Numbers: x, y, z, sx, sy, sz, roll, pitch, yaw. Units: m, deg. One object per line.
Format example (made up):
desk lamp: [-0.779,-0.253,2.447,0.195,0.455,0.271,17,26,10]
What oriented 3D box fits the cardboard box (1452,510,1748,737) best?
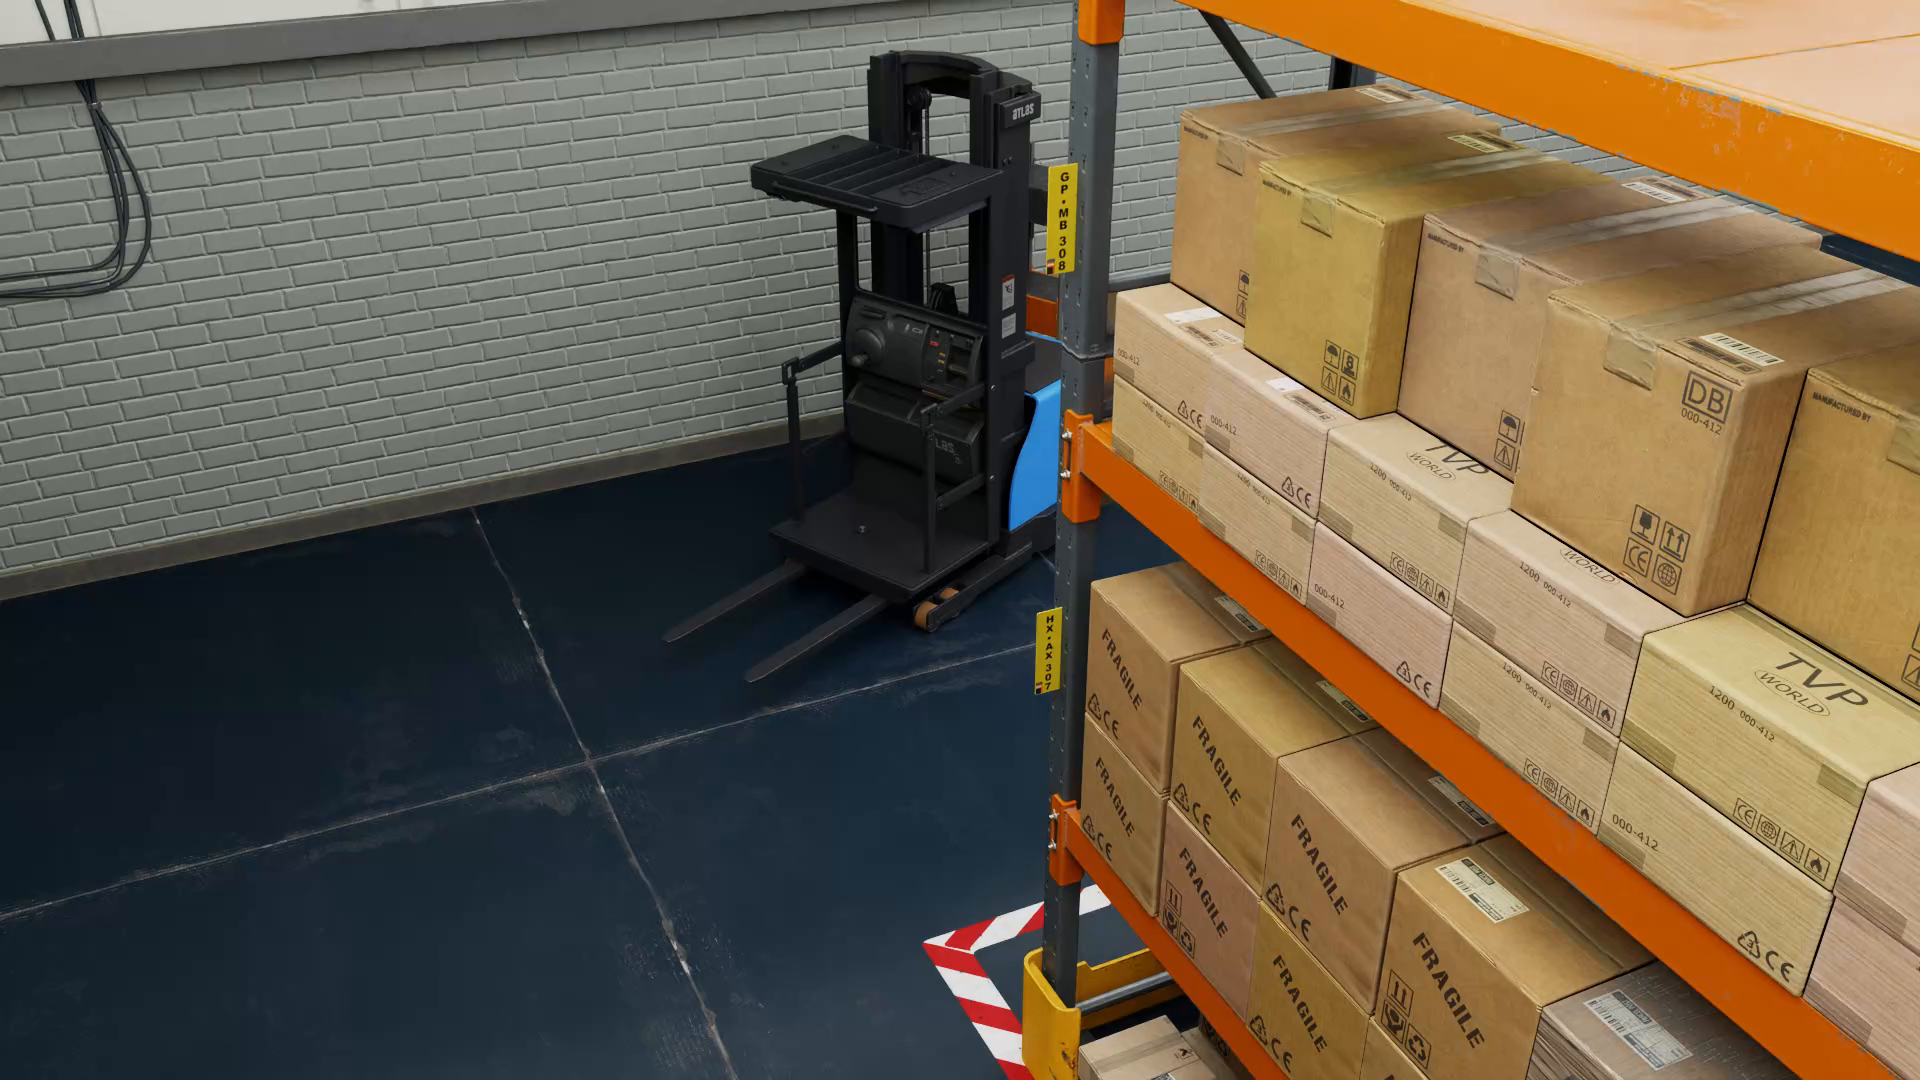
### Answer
cardboard box: [1.416,0.123,3.512,0.500,0.250,0.500,-13,32,-22]

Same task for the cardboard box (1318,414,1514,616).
cardboard box: [1.205,-0.099,3.907,0.500,0.250,0.500,-13,32,-22]

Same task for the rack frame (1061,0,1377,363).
rack frame: [0.791,-1.978,4.549,1.000,3.000,0.127,-13,32,-22]

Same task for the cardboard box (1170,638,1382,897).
cardboard box: [0.974,0.640,4.891,0.500,0.500,0.500,-13,32,-21]

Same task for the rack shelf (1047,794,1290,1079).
rack shelf: [1.649,1.836,4.617,1.077,0.370,4.000,-13,32,-22]

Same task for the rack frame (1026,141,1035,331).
rack frame: [0.339,-1.489,10.731,0.015,2.100,0.400,20,35,32]

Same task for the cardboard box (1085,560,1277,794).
cardboard box: [0.743,0.410,5.299,0.500,0.500,0.500,-12,31,-20]

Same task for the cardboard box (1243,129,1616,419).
cardboard box: [1.164,-0.687,4.190,0.700,0.500,0.500,-13,32,-22]

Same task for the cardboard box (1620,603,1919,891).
cardboard box: [1.630,0.344,3.118,0.500,0.250,0.500,-13,32,-22]

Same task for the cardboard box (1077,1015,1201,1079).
cardboard box: [0.660,1.948,6.148,0.380,0.149,0.250,-13,32,-22]

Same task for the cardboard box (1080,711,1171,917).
cardboard box: [0.743,0.847,5.544,0.500,0.500,0.500,-12,32,-21]

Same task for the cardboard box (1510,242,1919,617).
cardboard box: [1.606,-0.248,3.407,0.700,0.500,0.500,-13,32,-22]

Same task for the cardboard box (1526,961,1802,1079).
cardboard box: [1.619,1.309,3.698,0.500,0.500,0.500,-13,32,-22]

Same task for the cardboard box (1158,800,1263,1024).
cardboard box: [0.969,1.073,5.140,0.500,0.500,0.500,-13,32,-22]

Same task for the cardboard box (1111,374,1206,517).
cardboard box: [0.782,-0.324,4.820,0.500,0.250,0.500,-13,32,-22]

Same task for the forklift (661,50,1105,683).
forklift: [-0.389,-1.039,9.079,1.130,2.935,3.031,21,36,33]

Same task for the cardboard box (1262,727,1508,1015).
cardboard box: [1.185,0.862,4.495,0.500,0.500,0.500,-13,32,-21]

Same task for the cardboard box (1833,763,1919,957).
cardboard box: [1.842,0.565,2.723,0.500,0.250,0.500,-13,32,-22]

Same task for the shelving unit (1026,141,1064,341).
shelving unit: [0.533,-1.416,10.602,0.503,2.100,0.431,20,35,32]

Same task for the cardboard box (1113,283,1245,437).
cardboard box: [0.776,-0.541,4.695,0.500,0.250,0.500,-13,32,-22]

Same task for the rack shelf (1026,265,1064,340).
rack shelf: [0.533,-1.405,10.609,0.480,0.518,0.431,20,35,32]

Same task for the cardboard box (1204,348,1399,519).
cardboard box: [0.984,-0.318,4.299,0.500,0.250,0.500,-13,32,-22]

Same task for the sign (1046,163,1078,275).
sign: [0.301,-0.937,4.866,0.100,0.325,0.005,-13,32,-22]

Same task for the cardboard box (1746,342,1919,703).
cardboard box: [1.958,-0.059,3.070,0.700,0.500,0.500,-13,32,-22]

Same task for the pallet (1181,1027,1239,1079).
pallet: [1.167,2.241,6.011,1.003,0.211,1.213,-13,32,-22]

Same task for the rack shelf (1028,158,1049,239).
rack shelf: [0.533,-2.015,10.266,0.480,0.518,0.431,20,35,32]

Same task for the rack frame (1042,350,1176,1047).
rack frame: [0.791,0.639,6.017,1.000,3.000,0.127,-13,32,-22]

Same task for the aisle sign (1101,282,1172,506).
aisle sign: [0.496,-0.464,5.325,0.394,0.787,0.004,-13,32,-22]

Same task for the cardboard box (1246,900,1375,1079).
cardboard box: [1.182,1.296,4.743,0.500,0.500,0.500,-13,32,-22]

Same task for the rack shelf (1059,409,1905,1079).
rack shelf: [1.649,0.528,3.884,1.077,0.370,4.000,-13,32,-22]

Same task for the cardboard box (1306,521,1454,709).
cardboard box: [1.201,0.120,4.028,0.500,0.250,0.500,-13,32,-22]

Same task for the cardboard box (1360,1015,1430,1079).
cardboard box: [1.395,1.517,4.349,0.500,0.500,0.500,-13,32,-21]

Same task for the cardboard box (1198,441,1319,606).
cardboard box: [0.985,-0.100,4.421,0.500,0.250,0.500,-13,32,-22]

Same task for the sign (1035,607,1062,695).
sign: [0.301,0.375,5.602,0.100,0.325,0.005,-13,32,-22]

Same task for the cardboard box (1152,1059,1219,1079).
cardboard box: [0.767,2.050,5.947,0.380,0.166,0.250,-13,32,-22]

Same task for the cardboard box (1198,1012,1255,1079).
cardboard box: [1.247,1.726,6.184,0.500,0.500,0.500,-13,32,-22]

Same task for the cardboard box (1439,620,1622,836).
cardboard box: [1.421,0.340,3.636,0.500,0.250,0.500,-13,32,-22]

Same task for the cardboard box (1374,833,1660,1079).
cardboard box: [1.404,1.086,4.095,0.500,0.500,0.500,-13,32,-22]

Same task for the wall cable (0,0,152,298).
wall cable: [-5.787,-2.155,8.040,3.097,2.526,0.112,-13,32,-22]

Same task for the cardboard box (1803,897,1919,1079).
cardboard box: [1.854,0.781,2.850,0.500,0.250,0.500,-13,32,-22]

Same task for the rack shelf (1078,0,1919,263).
rack shelf: [1.649,-0.779,3.151,1.077,0.370,4.000,-13,32,-22]

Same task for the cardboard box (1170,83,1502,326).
cardboard box: [1.026,-0.926,4.616,0.700,0.500,0.500,-13,32,-22]

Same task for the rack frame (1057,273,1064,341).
rack frame: [0.727,-1.344,10.473,0.015,2.100,0.400,20,35,32]

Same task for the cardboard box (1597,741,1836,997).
cardboard box: [1.632,0.562,3.241,0.500,0.250,0.500,-13,32,-22]

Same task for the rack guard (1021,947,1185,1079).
rack guard: [0.823,1.763,6.568,1.175,0.500,0.348,-13,32,-22]

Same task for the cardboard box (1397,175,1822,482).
cardboard box: [1.476,-0.489,3.836,0.700,0.500,0.500,-13,32,-22]
